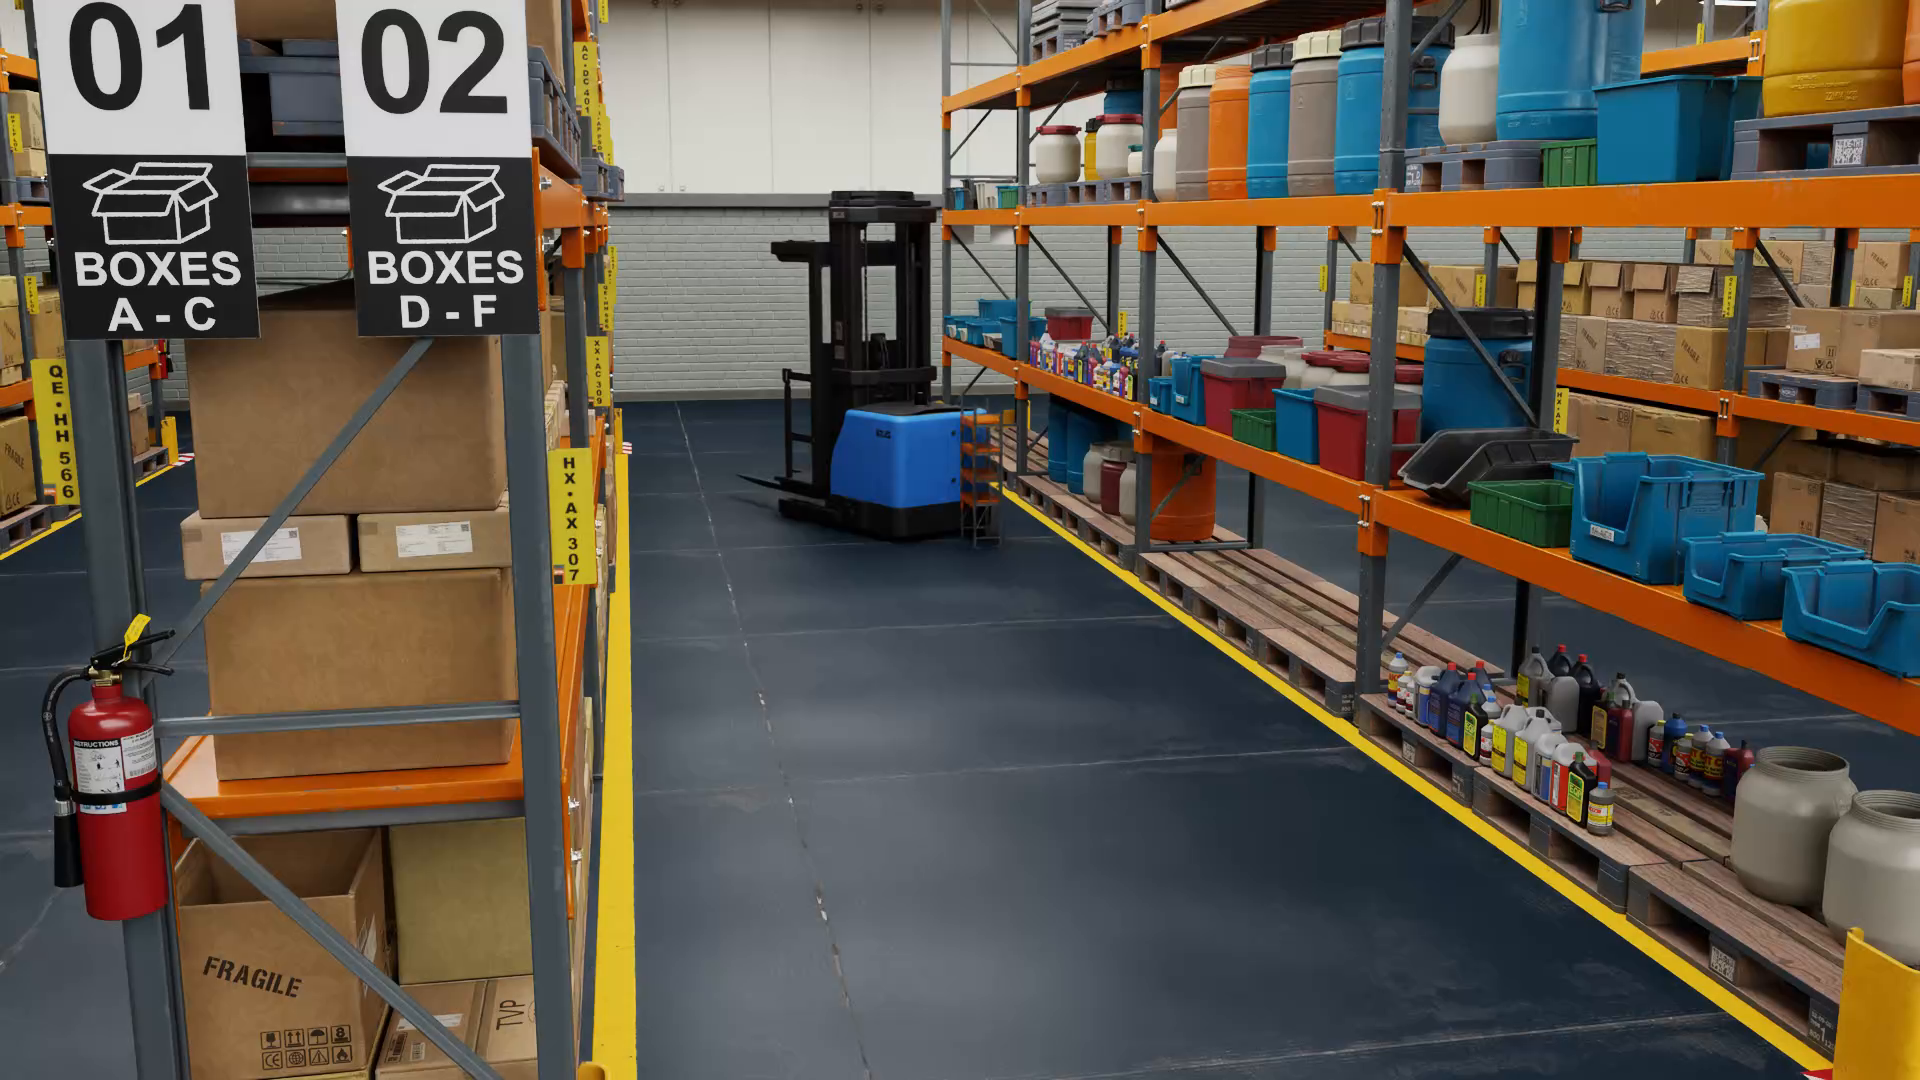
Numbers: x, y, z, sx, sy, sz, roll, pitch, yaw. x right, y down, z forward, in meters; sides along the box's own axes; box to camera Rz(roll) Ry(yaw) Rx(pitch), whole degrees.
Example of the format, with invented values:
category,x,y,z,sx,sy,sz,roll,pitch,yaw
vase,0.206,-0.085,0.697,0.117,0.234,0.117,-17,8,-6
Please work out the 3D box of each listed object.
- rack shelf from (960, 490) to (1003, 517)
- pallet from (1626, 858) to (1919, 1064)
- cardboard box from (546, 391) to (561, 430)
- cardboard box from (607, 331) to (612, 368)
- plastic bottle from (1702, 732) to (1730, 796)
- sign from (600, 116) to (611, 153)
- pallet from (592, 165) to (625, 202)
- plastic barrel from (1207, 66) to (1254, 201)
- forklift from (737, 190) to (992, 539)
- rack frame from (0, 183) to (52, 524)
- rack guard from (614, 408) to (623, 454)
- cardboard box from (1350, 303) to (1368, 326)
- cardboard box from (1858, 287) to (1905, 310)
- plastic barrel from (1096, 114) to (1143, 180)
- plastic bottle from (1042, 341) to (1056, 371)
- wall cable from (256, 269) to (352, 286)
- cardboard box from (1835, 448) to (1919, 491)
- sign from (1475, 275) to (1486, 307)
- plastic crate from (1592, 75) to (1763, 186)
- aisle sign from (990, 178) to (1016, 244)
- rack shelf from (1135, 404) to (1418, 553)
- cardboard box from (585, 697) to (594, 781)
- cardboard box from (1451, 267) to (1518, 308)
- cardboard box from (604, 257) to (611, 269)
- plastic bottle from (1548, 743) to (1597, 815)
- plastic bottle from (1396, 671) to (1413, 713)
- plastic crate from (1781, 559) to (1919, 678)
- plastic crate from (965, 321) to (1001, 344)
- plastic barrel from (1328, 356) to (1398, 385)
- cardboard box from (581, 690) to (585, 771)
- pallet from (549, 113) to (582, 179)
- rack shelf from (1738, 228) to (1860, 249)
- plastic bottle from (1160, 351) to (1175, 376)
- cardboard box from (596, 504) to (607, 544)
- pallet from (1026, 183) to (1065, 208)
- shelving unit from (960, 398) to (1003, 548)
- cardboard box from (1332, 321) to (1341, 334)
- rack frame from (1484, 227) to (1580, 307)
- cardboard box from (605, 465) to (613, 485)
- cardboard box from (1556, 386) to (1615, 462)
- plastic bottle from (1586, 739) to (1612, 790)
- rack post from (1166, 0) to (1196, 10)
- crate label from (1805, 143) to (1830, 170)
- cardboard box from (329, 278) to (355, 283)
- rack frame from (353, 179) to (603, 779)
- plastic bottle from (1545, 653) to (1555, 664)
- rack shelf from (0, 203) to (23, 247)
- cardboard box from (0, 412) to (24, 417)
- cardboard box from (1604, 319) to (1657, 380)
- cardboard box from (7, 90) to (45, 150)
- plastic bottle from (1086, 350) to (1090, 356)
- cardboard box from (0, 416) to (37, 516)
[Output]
category,x,y,z,sx,sy,sz,roll,pitch,yaw
rack shelf,0.178,-0.309,14.034,0.258,0.148,0.480,-2,11,-12
pallet,3.183,1.458,5.974,1.003,0.211,1.213,-2,11,-11
cardboard box,-1.878,-0.537,6.995,0.380,0.149,0.250,-2,11,-13
cardboard box,-3.628,-1.925,16.019,0.500,0.500,0.500,-2,11,-10
plastic bottle,3.284,0.967,7.216,0.097,0.271,0.097,0,11,0
sign,-3.253,-3.714,15.229,0.100,0.325,0.005,-2,11,-11
pallet,-2.799,-2.298,10.731,1.213,0.211,1.003,-2,11,-8
plastic barrel,1.915,-2.624,10.790,0.600,0.830,0.708,-2,11,-11
forklift,-1.015,-1.676,15.166,1.130,2.935,3.031,-8,13,-37
rack frame,-8.655,-1.591,14.535,1.000,3.000,0.127,-2,11,-11
rack guard,-4.560,-1.264,19.500,1.175,0.500,0.348,-2,11,-11
cardboard box,5.080,-2.745,20.201,0.500,0.250,0.500,-2,11,-12
cardboard box,10.435,-2.567,18.600,0.500,0.500,0.500,-2,11,-11
plastic barrel,1.349,-3.284,13.921,0.433,0.535,0.433,0,11,0
plastic bottle,0.851,-1.725,15.568,0.152,0.276,0.135,-2,11,-11
wall cable,-10.182,-4.797,23.637,3.097,2.526,0.112,-2,11,-11
cardboard box,6.972,-0.536,12.493,0.500,0.250,0.500,-1,11,-5
sign,5.377,-2.576,17.179,0.100,0.325,0.005,-2,11,-11
plastic crate,2.731,-1.555,6.366,0.392,0.384,0.575,-2,11,-11
aisle sign,0.559,-3.986,20.165,0.394,0.787,0.004,-2,11,-11
rack shelf,2.230,-0.498,10.714,1.077,0.370,4.000,-2,11,-11
cardboard box,-1.936,0.917,7.589,0.500,0.250,0.500,-2,11,-11
cardboard box,5.570,-2.647,17.682,0.500,0.500,0.500,-2,11,-9
cardboard box,-4.013,-2.787,17.875,0.500,0.500,0.500,-2,11,-9
plastic bottle,2.588,1.003,7.012,0.152,0.276,0.135,-2,11,-11
plastic bottle,2.271,0.767,8.451,0.097,0.201,0.097,0,11,0
plastic crate,3.006,0.241,5.304,0.499,0.251,0.616,-2,11,-11
plastic crate,0.266,-2.334,18.723,0.416,0.233,0.300,-2,11,-11
plastic barrel,2.505,-0.869,10.377,0.433,0.535,0.433,0,11,0
cardboard box,-1.749,0.732,6.554,0.500,0.500,0.500,-2,11,-11
pallet,-2.049,-1.580,6.687,1.003,0.211,1.213,-2,11,-11
rack shelf,7.089,-2.152,11.380,1.077,0.370,4.000,-2,11,-11
plastic bottle,1.804,-1.503,14.400,0.152,0.276,0.135,-2,11,-11
cardboard box,-2.675,-0.083,11.339,0.500,0.311,0.500,-2,11,-10
pallet,1.311,-3.192,15.429,1.213,0.211,1.003,-2,11,-11
shelving unit,0.178,-0.570,13.984,0.258,1.200,0.503,-2,11,-12
cardboard box,4.889,-2.665,20.847,0.380,0.149,0.250,-2,11,-10
rack frame,5.922,-2.132,17.374,1.000,3.000,0.127,-2,11,-11
cardboard box,-3.026,-0.309,13.304,0.500,0.500,0.500,-2,11,-12
cardboard box,6.240,-1.014,16.060,1.225,0.875,0.875,-3,11,-13
plastic bottle,2.692,0.995,7.033,0.061,0.283,0.133,-2,11,-11
rack post,2.152,-3.888,10.021,1.013,1.000,3.121,-2,11,-11
crate label,3.357,-1.507,6.465,0.502,0.251,0.408,-2,11,-11
cardboard box,-1.952,-0.726,6.250,0.700,0.500,0.500,-2,11,-11
rack frame,-2.240,-0.305,7.776,1.000,3.000,0.127,-2,11,-11
plastic bottle,3.036,0.710,8.532,0.061,0.283,0.133,-2,11,-8
rack shelf,-8.266,-2.345,12.395,1.077,0.370,4.000,-2,11,-11
cardboard box,-9.022,-1.140,15.993,0.380,0.149,0.250,-2,11,-13
cardboard box,6.165,-1.716,14.920,0.500,0.500,0.500,-2,11,-13
cardboard box,-8.518,-3.756,14.891,0.500,0.500,0.500,-2,11,-12
plastic bottle,1.119,-1.490,14.313,0.061,0.283,0.133,-2,11,-11
cardboard box,-8.401,-0.627,14.095,0.750,0.750,0.750,-2,11,-10
